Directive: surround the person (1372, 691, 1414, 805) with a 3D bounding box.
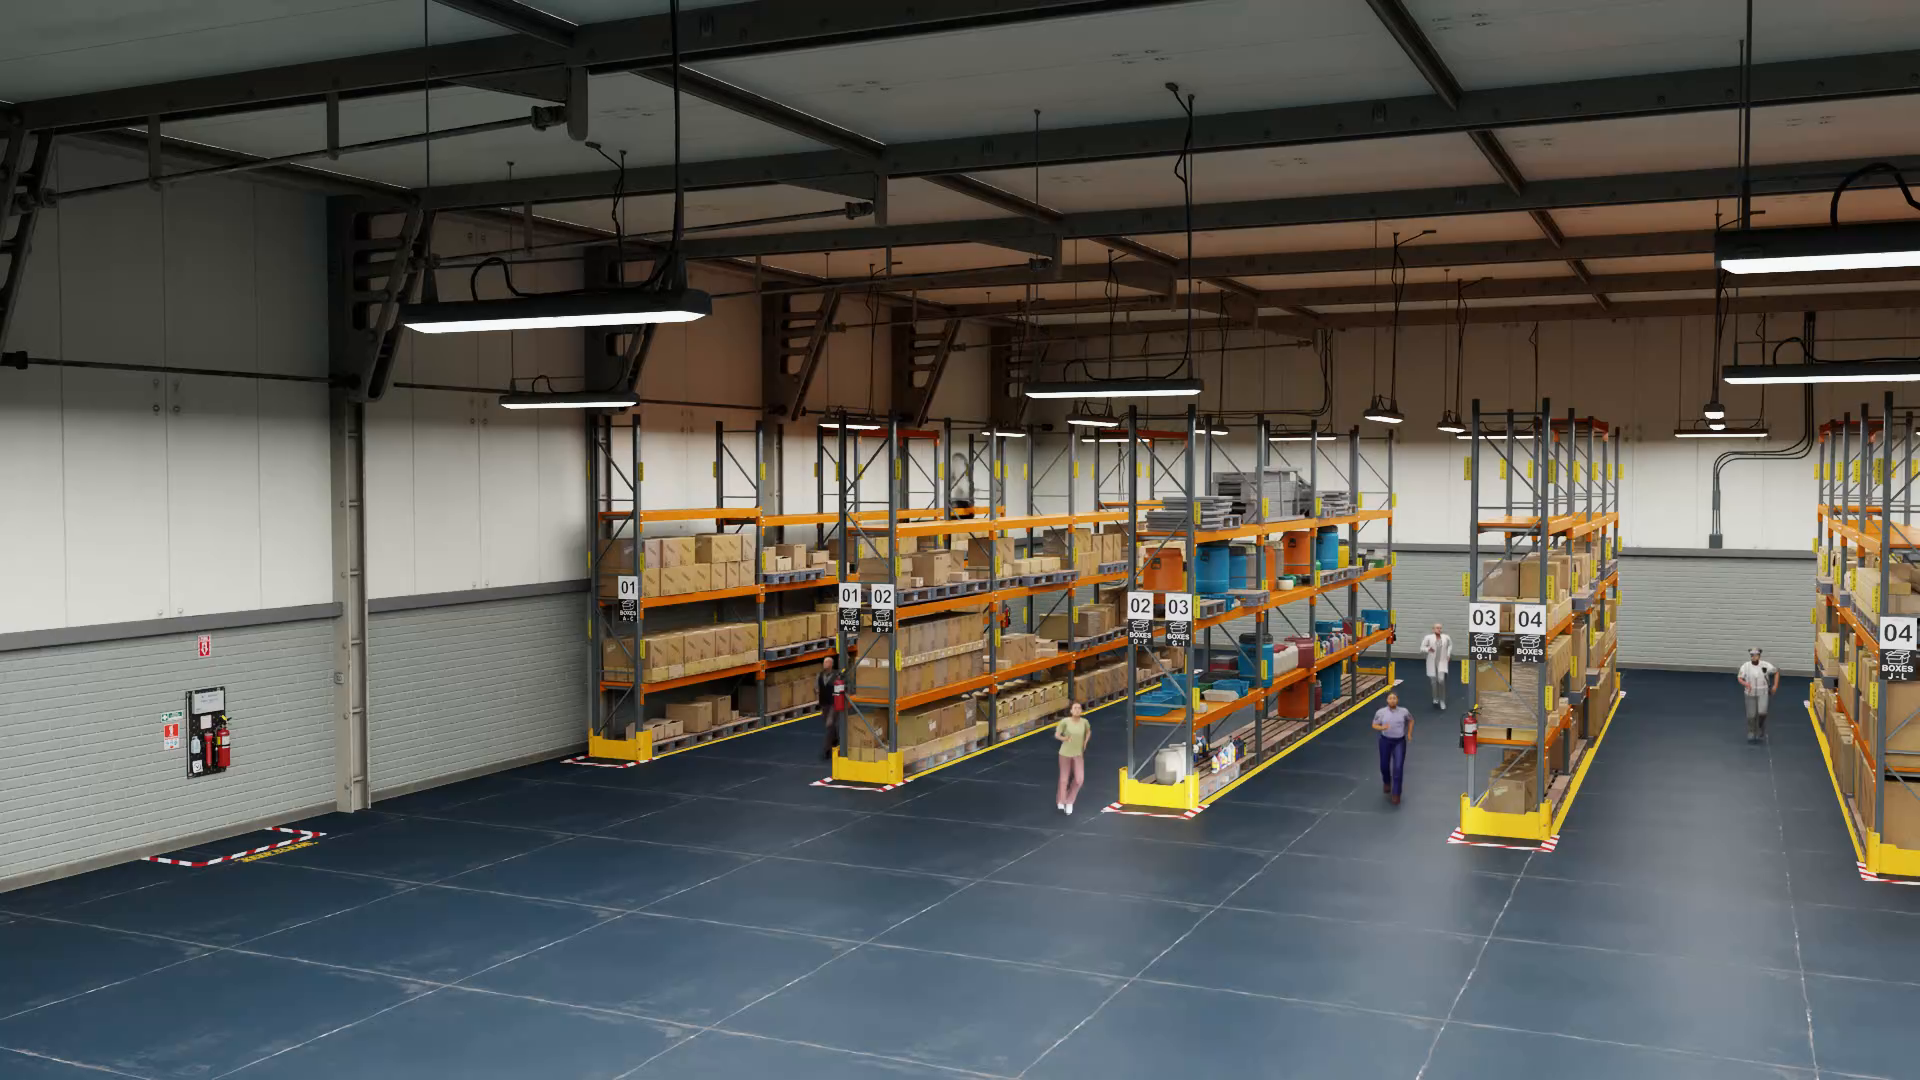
[{"bbox_3d":[6.575,3.126,25.275,0.604,1.627,0.919,1,2,18],"label":"person"}]

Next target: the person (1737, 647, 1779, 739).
[{"bbox_3d":[14.800,2.856,30.859,0.687,1.734,0.769,1,3,30],"label":"person"}]

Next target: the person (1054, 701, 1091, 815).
[{"bbox_3d":[1.665,3.189,24.339,0.585,1.656,0.652,0,2,-7],"label":"person"}]

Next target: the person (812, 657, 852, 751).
[{"bbox_3d":[-2.250,2.870,29.314,0.665,1.628,0.889,1,3,25],"label":"person"}]

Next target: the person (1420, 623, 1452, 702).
[{"bbox_3d":[10.111,2.636,35.304,0.667,1.575,0.794,1,2,13],"label":"person"}]
